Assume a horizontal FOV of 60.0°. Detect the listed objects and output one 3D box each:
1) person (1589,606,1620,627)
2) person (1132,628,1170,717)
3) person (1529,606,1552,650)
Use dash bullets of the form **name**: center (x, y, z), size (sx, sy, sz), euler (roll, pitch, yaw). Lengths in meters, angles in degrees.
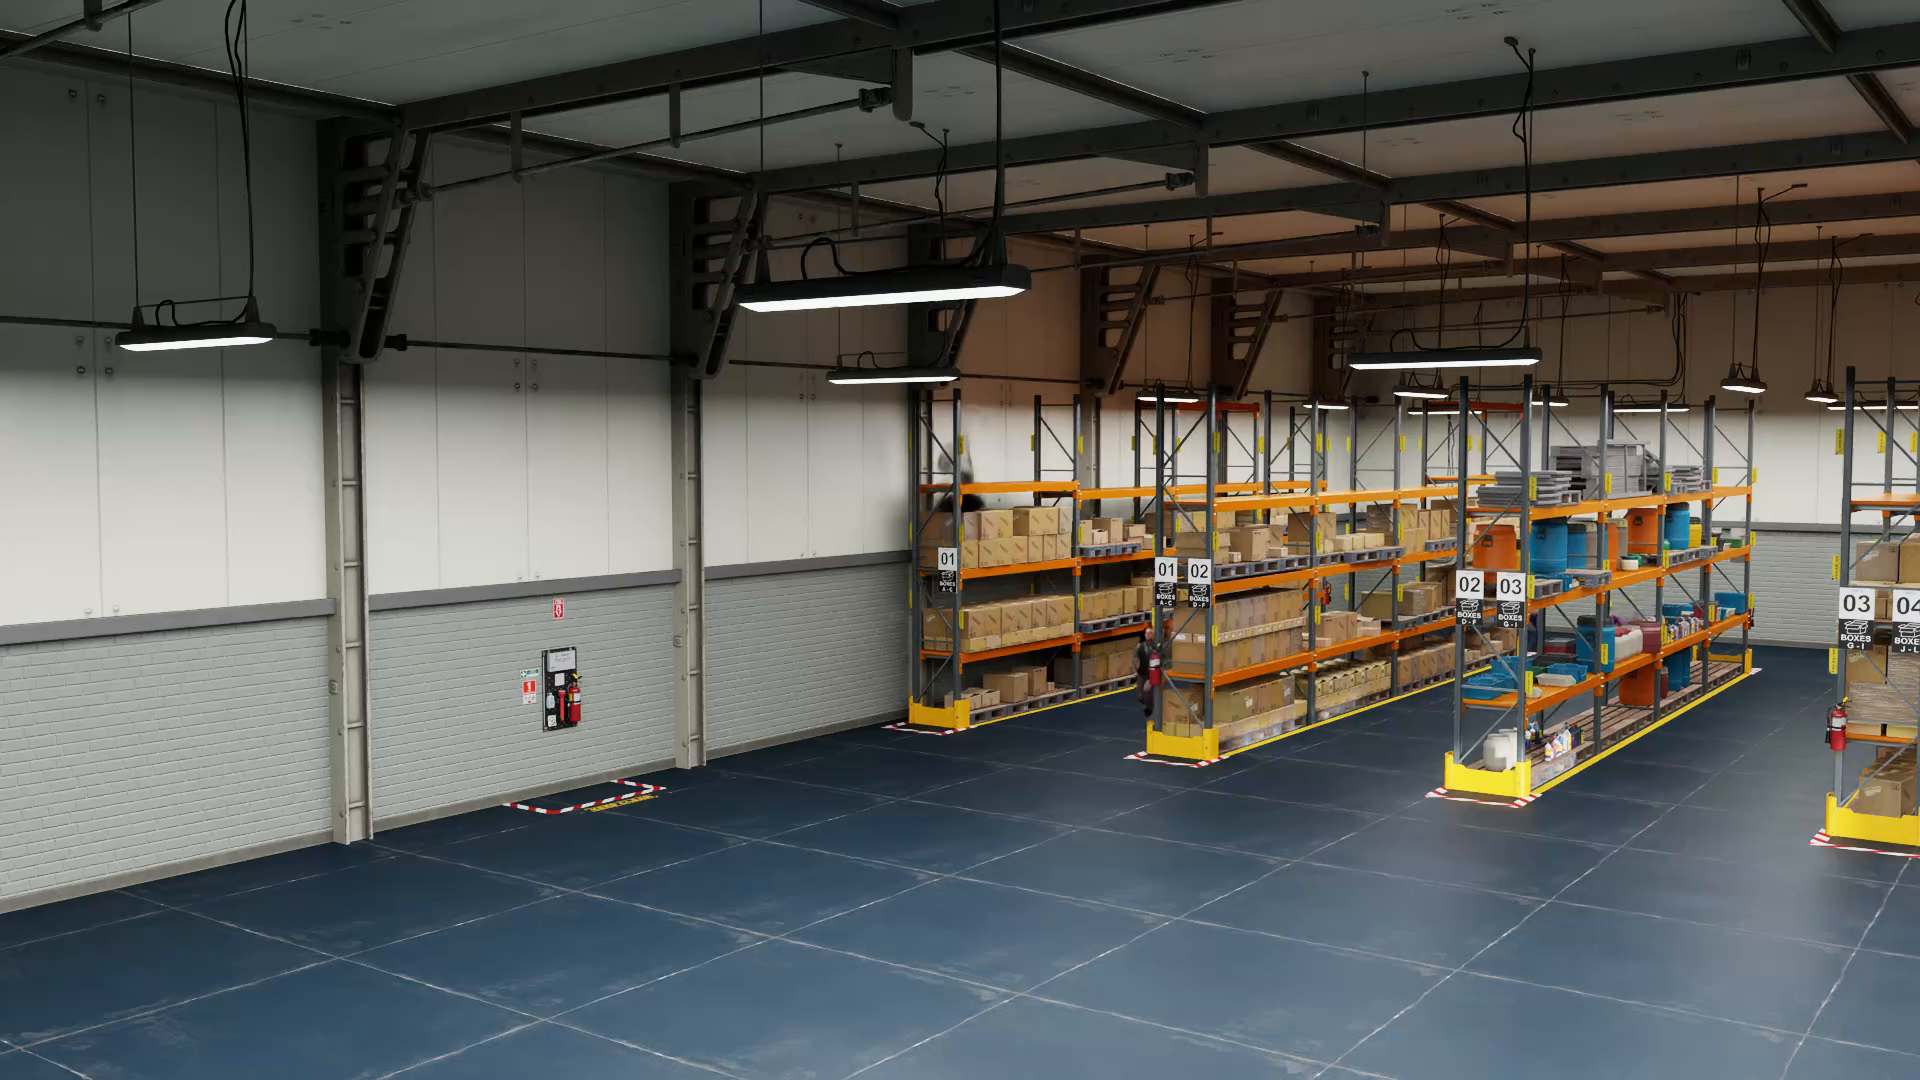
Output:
- **person**: center (13.302, 2.179, 34.580), size (0.728, 1.754, 0.839), euler (2, 4, 31)
- **person**: center (3.357, 2.381, 29.471), size (0.669, 1.631, 0.834), euler (1, 4, 23)
- **person**: center (13.954, 1.924, 40.108), size (0.604, 1.690, 0.680), euler (-2, 4, -26)
